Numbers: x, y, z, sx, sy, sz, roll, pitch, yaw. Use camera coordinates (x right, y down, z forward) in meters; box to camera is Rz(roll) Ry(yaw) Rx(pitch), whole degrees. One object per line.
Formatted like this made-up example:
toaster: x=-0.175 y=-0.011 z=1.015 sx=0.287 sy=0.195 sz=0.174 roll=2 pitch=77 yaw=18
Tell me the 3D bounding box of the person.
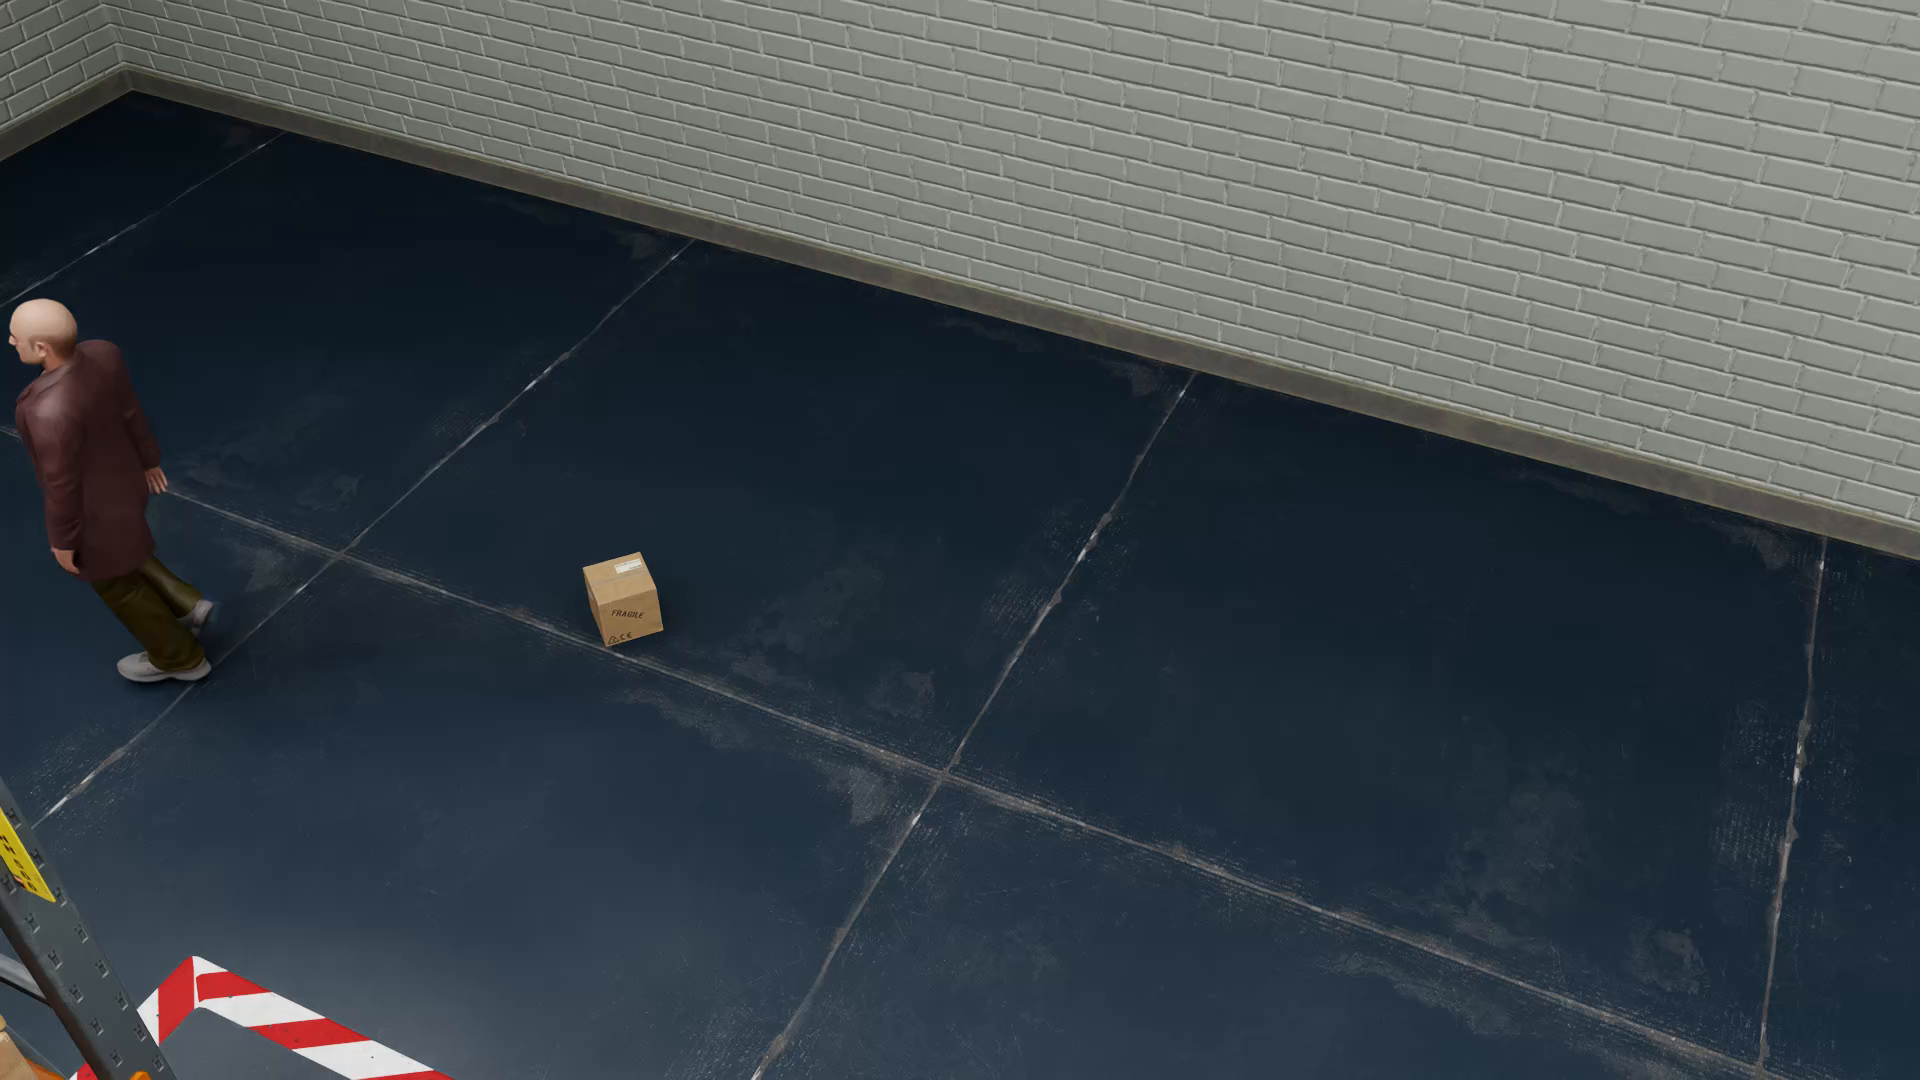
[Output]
person: x=-3.287 y=-0.145 z=6.307 sx=0.497 sy=1.786 sz=0.608 roll=1 pitch=41 yaw=1
